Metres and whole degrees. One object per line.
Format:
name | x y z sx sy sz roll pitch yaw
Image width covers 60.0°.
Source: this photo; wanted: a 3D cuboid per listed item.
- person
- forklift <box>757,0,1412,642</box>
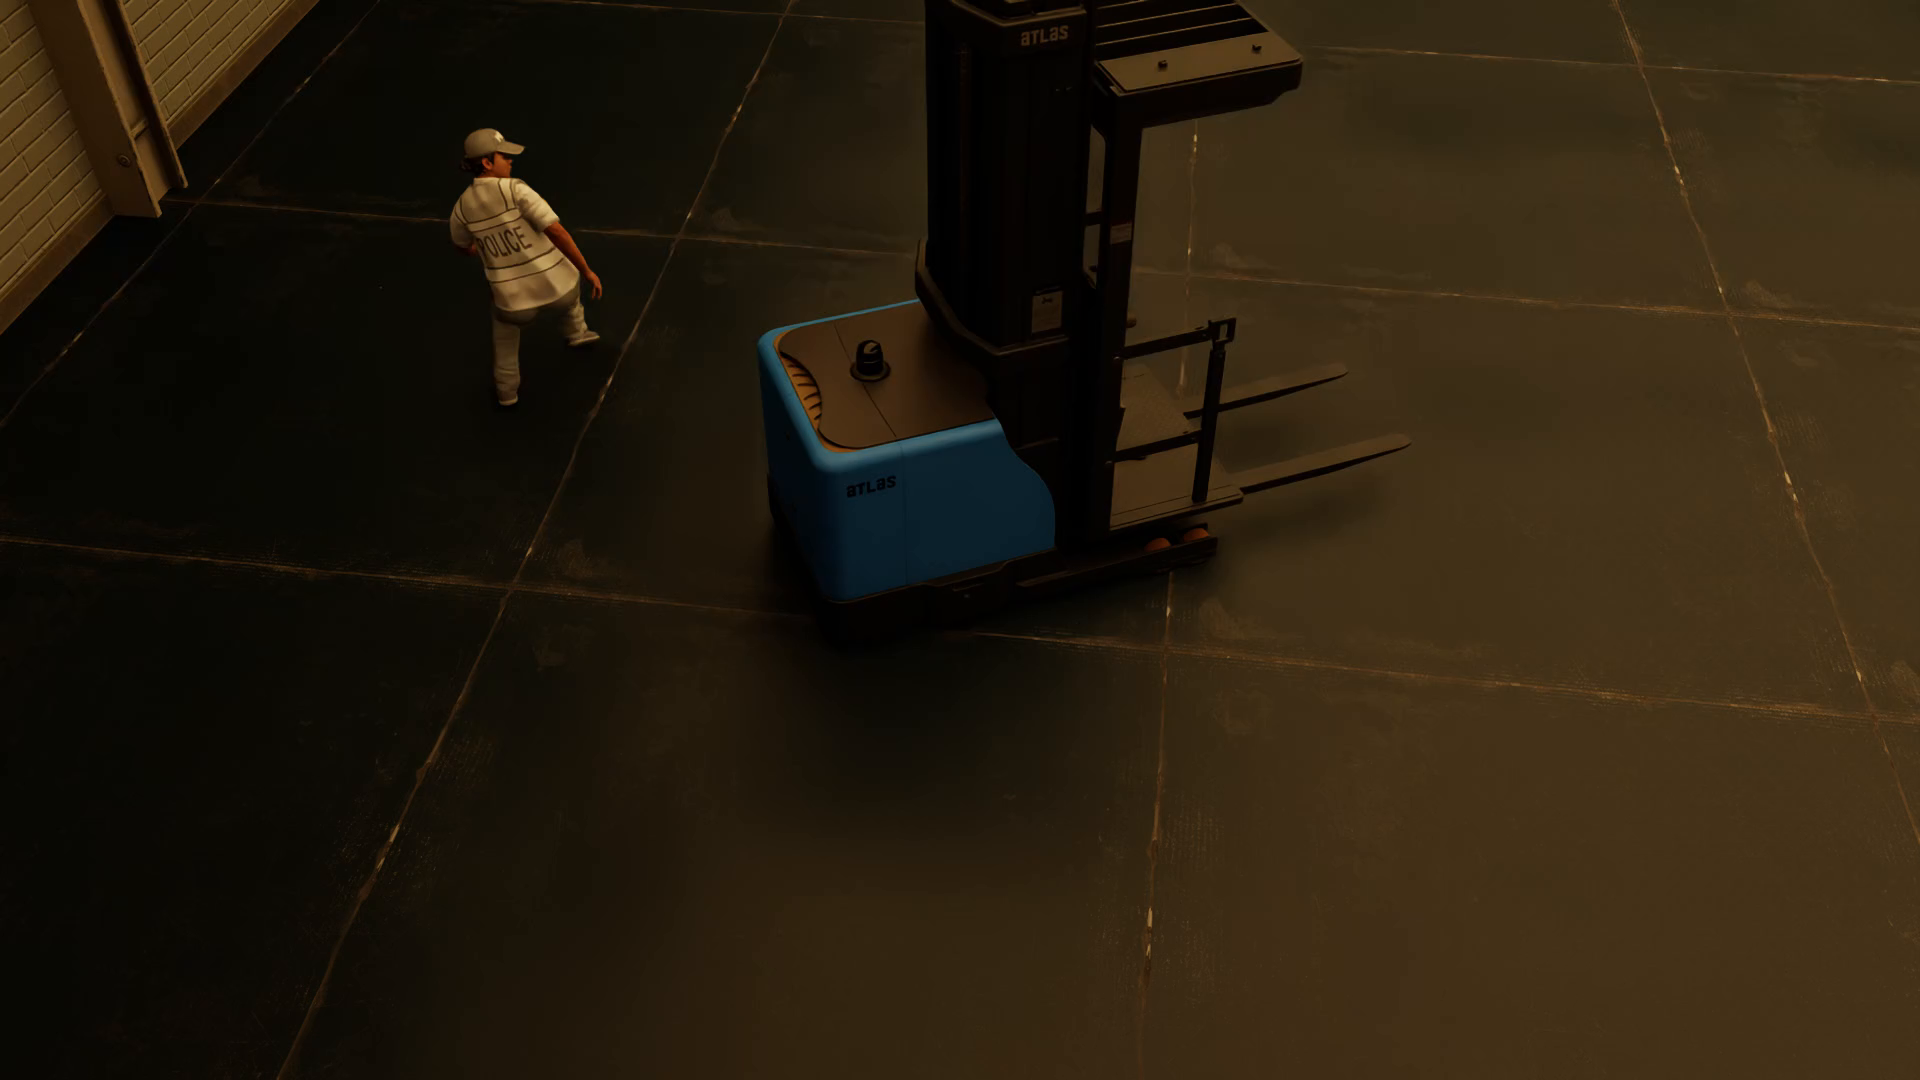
person | -2.158 -1.381 8.354 0.715 1.454 0.698 -6 43 -6
forklift | 0.666 -1.246 7.081 3.031 2.935 1.130 -14 44 -15
